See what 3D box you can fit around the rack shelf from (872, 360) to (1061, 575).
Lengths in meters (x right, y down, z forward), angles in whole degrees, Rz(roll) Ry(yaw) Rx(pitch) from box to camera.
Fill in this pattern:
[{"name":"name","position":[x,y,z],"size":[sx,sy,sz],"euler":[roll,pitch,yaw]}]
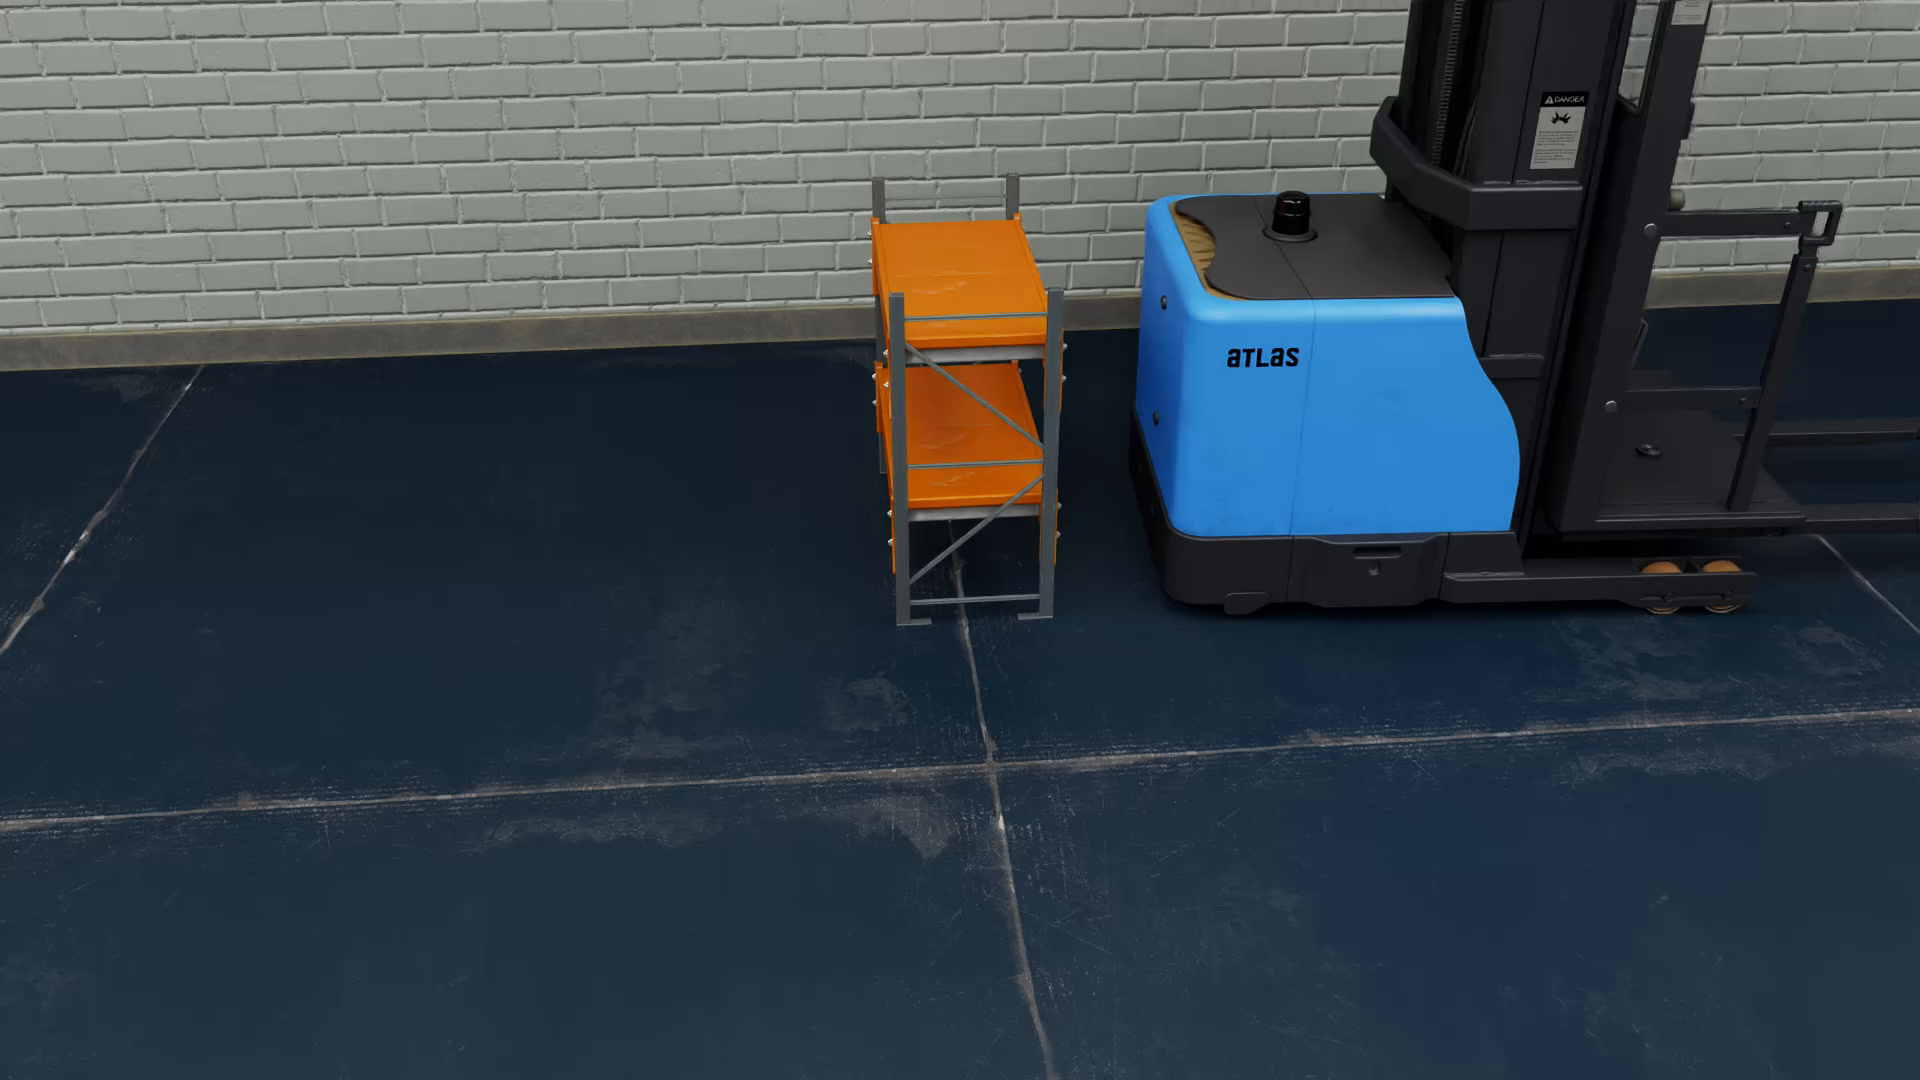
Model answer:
[{"name":"rack shelf","position":[-0.001,-0.276,5.593],"size":[0.538,0.278,1.000],"euler":[-3,31,-5]}]

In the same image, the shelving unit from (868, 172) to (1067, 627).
[{"name":"shelving unit","position":[-0.001,-0.486,5.467],"size":[0.538,1.125,1.048],"euler":[-3,31,-5]}]

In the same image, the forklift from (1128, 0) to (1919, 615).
[{"name":"forklift","position":[2.146,-1.291,5.054],"size":[3.031,2.935,1.130],"euler":[-1,31,-2]}]

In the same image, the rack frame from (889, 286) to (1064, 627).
[{"name":"rack frame","position":[0.047,-0.227,5.033],"size":[0.500,1.125,0.032],"euler":[-3,31,-5]}]

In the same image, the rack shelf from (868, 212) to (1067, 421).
[{"name":"rack shelf","position":[-0.001,-0.738,5.317],"size":[0.538,0.278,1.000],"euler":[-3,31,-5]}]

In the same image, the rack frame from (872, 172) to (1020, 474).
[{"name":"rack frame","position":[-0.048,-0.746,5.902],"size":[0.500,1.125,0.032],"euler":[-3,31,-5]}]
